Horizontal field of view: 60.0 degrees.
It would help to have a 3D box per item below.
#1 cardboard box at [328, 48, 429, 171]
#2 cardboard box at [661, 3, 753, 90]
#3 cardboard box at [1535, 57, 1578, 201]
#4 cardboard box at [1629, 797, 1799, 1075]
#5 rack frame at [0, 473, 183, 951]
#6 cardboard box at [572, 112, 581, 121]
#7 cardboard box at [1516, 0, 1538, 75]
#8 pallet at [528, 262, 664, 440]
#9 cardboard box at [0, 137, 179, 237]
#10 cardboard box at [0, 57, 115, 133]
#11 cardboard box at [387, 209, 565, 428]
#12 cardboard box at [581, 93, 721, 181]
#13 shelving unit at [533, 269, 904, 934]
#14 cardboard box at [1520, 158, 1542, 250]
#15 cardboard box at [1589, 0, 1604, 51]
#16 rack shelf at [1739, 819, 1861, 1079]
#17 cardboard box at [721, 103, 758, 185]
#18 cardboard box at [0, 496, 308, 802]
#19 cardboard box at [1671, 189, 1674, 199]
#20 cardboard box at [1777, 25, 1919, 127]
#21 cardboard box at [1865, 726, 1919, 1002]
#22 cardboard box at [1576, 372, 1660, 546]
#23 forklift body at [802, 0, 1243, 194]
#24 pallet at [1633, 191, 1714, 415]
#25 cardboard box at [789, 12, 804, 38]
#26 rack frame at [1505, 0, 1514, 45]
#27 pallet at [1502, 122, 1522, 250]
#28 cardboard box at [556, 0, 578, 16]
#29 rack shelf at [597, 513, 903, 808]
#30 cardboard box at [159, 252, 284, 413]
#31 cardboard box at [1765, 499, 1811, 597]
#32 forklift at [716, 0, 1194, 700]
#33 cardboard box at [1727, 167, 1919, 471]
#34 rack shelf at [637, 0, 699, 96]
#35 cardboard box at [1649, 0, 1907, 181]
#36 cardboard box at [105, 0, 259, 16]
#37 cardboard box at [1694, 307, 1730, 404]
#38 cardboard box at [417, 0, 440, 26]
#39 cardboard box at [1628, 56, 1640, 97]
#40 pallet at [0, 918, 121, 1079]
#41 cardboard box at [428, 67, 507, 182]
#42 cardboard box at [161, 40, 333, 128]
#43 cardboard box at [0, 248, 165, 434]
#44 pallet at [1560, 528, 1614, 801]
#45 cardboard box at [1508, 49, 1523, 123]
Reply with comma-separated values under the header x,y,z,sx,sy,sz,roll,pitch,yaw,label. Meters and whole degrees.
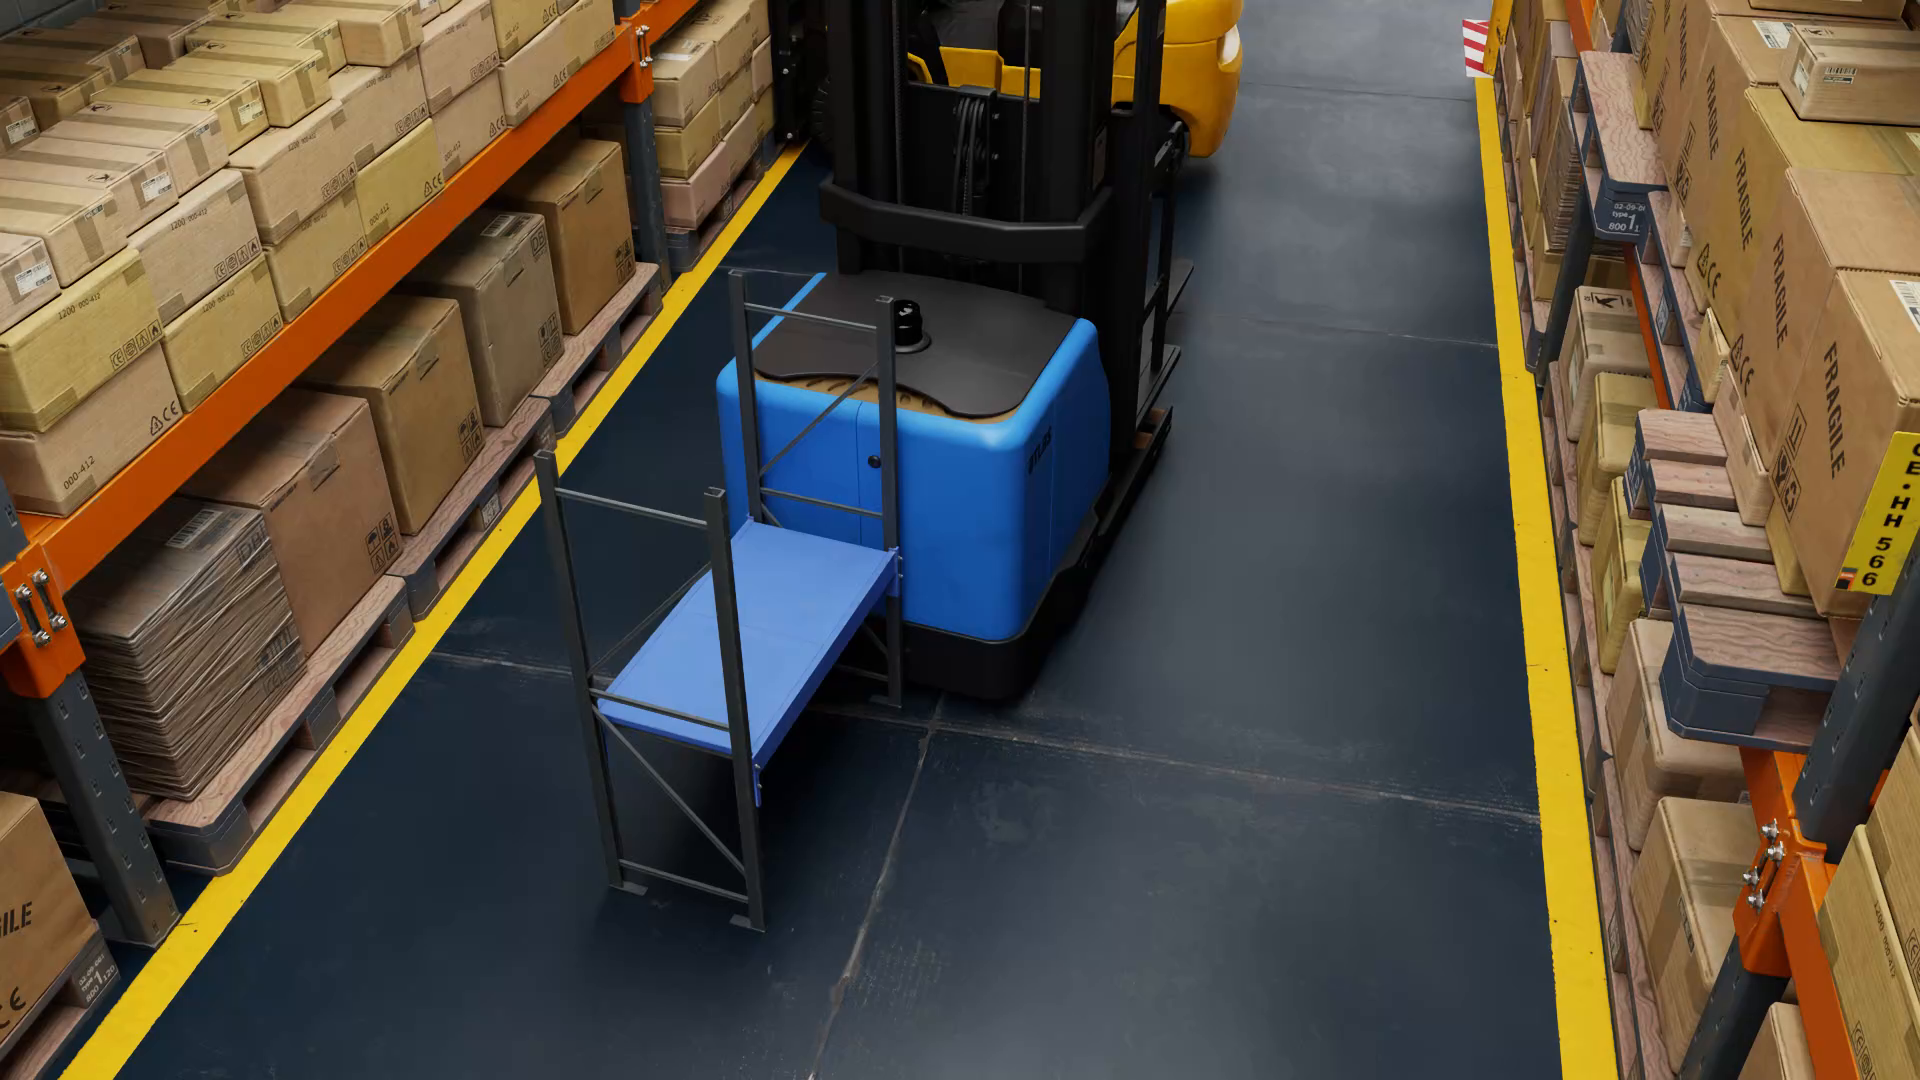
x,y,z,sx,sy,sz,roll,pitch,yaw,label
-2.071,-1.407,5.338,0.500,0.250,0.500,8,37,11,cardboard box
-1.343,-2.446,8.202,0.500,0.250,0.500,7,37,10,cardboard box
2.949,-1.859,7.606,0.500,0.500,0.500,8,37,11,cardboard box
2.254,1.030,4.154,0.950,0.372,0.625,5,36,7,cardboard box
-2.726,-0.161,3.916,1.000,3.000,0.127,7,37,10,rack frame
-1.956,-2.222,7.893,0.500,0.250,0.500,8,37,11,cardboard box
3.278,-2.746,8.829,0.500,0.500,0.500,6,36,8,cardboard box
-1.991,-0.898,7.309,1.003,0.211,1.213,7,37,10,pallet
-2.285,-0.914,4.317,0.380,0.149,0.250,8,37,11,cardboard box
-2.677,-1.271,4.809,0.380,0.149,0.250,7,37,10,cardboard box
-2.146,-0.918,6.627,0.875,0.625,0.625,7,37,9,cardboard box
-1.467,-1.952,7.947,0.500,0.250,0.500,7,37,10,cardboard box
-0.602,0.170,4.738,0.538,1.500,1.048,12,38,17,shelving unit
2.946,-1.570,7.846,0.500,0.250,0.500,6,36,9,cardboard box
2.795,-2.099,6.804,0.380,0.149,0.250,8,37,11,cardboard box
1.696,1.897,1.690,1.077,0.370,4.000,7,37,10,rack shelf
-1.352,-2.040,8.494,0.500,0.250,0.500,7,36,9,cardboard box
-2.580,0.274,4.981,0.875,0.625,0.625,8,37,11,cardboard box
2.353,-1.028,4.968,0.380,0.149,0.250,8,37,10,cardboard box
2.197,-1.108,3.974,0.380,0.149,0.250,6,36,8,cardboard box
1.774,0.577,2.600,0.500,0.250,0.500,7,37,10,cardboard box
2.718,-0.227,5.888,0.950,0.372,0.625,10,37,13,cardboard box
0.360,-3.088,8.678,2.313,2.155,1.214,7,37,10,forklift body
2.506,-0.603,4.690,1.003,0.211,1.213,7,37,10,pallet
-1.134,-2.817,9.140,0.500,0.250,0.500,7,37,10,cardboard box
3.832,-4.128,9.389,1.000,3.000,0.127,7,37,10,rack frame
3.345,-1.796,8.549,1.003,0.211,1.213,7,37,10,pallet
-1.727,-2.283,6.545,0.500,0.250,0.500,7,36,9,cardboard box
-0.602,0.315,4.843,0.538,0.185,1.000,12,38,17,rack shelf
-2.281,-0.612,4.666,0.500,0.250,0.500,7,36,9,cardboard box
1.950,0.010,3.536,0.380,0.149,0.250,8,37,11,cardboard box
0.221,-1.529,5.862,1.130,2.935,3.031,13,38,17,forklift
2.049,-0.465,3.639,0.500,0.500,0.500,7,36,9,cardboard box
-1.445,-3.310,8.874,1.077,0.370,4.000,7,37,10,rack shelf
2.372,-1.364,4.879,0.500,0.500,0.500,7,37,10,cardboard box
-2.528,-1.715,5.422,0.380,0.149,0.250,8,37,10,cardboard box
2.067,-0.443,4.161,0.380,0.149,0.250,8,37,11,cardboard box
-1.972,-1.798,5.536,0.380,0.149,0.250,8,37,10,cardboard box
2.551,-1.625,5.793,0.380,0.149,0.250,8,37,11,cardboard box
-2.923,1.391,4.151,1.003,0.211,1.213,7,37,10,pallet
-1.962,-1.502,5.894,0.500,0.250,0.500,8,37,10,cardboard box
-2.105,-1.351,4.921,0.380,0.149,0.250,8,37,11,cardboard box
-2.368,-0.524,4.118,0.500,0.250,0.500,7,37,10,cardboard box
2.555,0.443,5.459,1.003,0.211,1.213,7,37,10,pallet
3.274,-2.465,9.080,0.500,0.250,0.500,9,37,12,cardboard box
